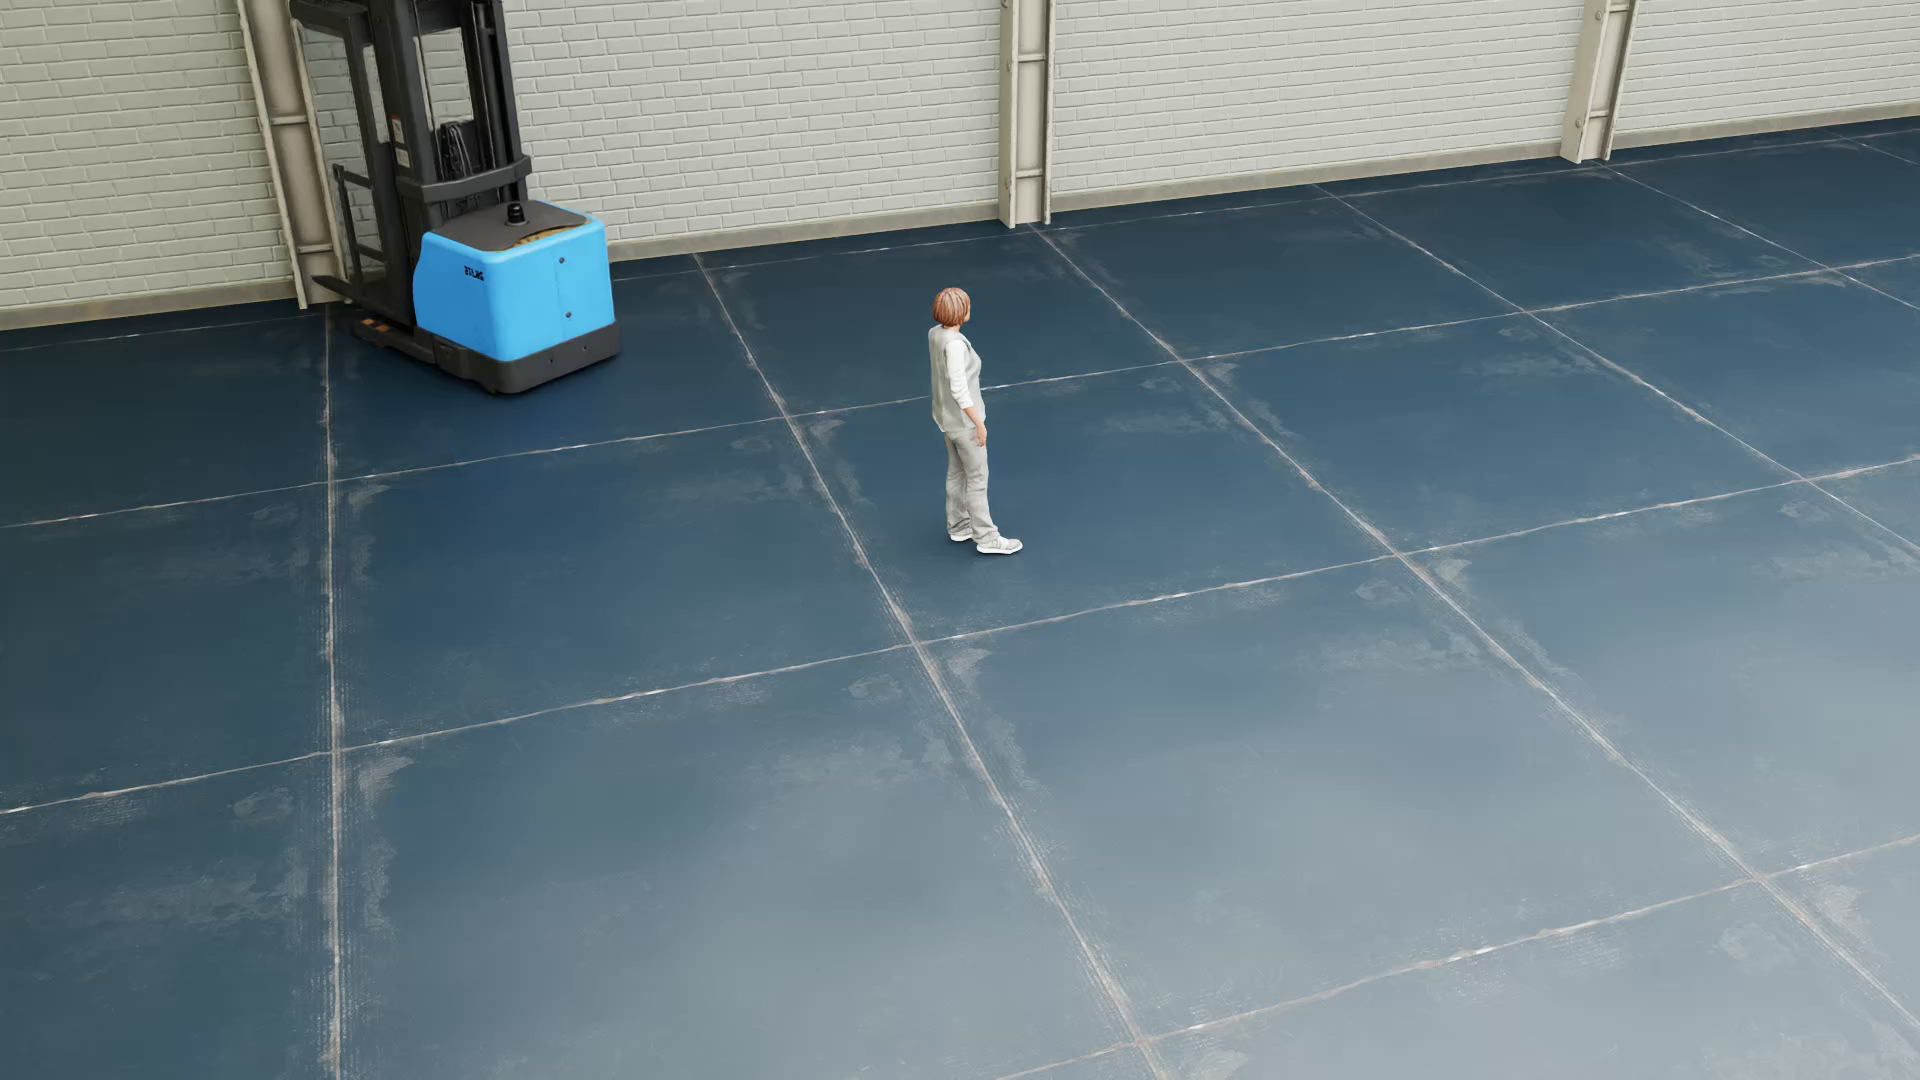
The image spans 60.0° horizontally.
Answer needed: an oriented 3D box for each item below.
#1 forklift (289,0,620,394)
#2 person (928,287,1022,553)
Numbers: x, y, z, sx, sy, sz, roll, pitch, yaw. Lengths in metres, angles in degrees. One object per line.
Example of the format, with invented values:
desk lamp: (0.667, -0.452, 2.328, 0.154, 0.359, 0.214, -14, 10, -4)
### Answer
forklift: (-3.969, -2.901, 12.129, 3.031, 2.935, 1.130, 23, 37, 34)
person: (0.075, -0.704, 9.633, 0.473, 1.599, 0.520, -10, 31, -16)
